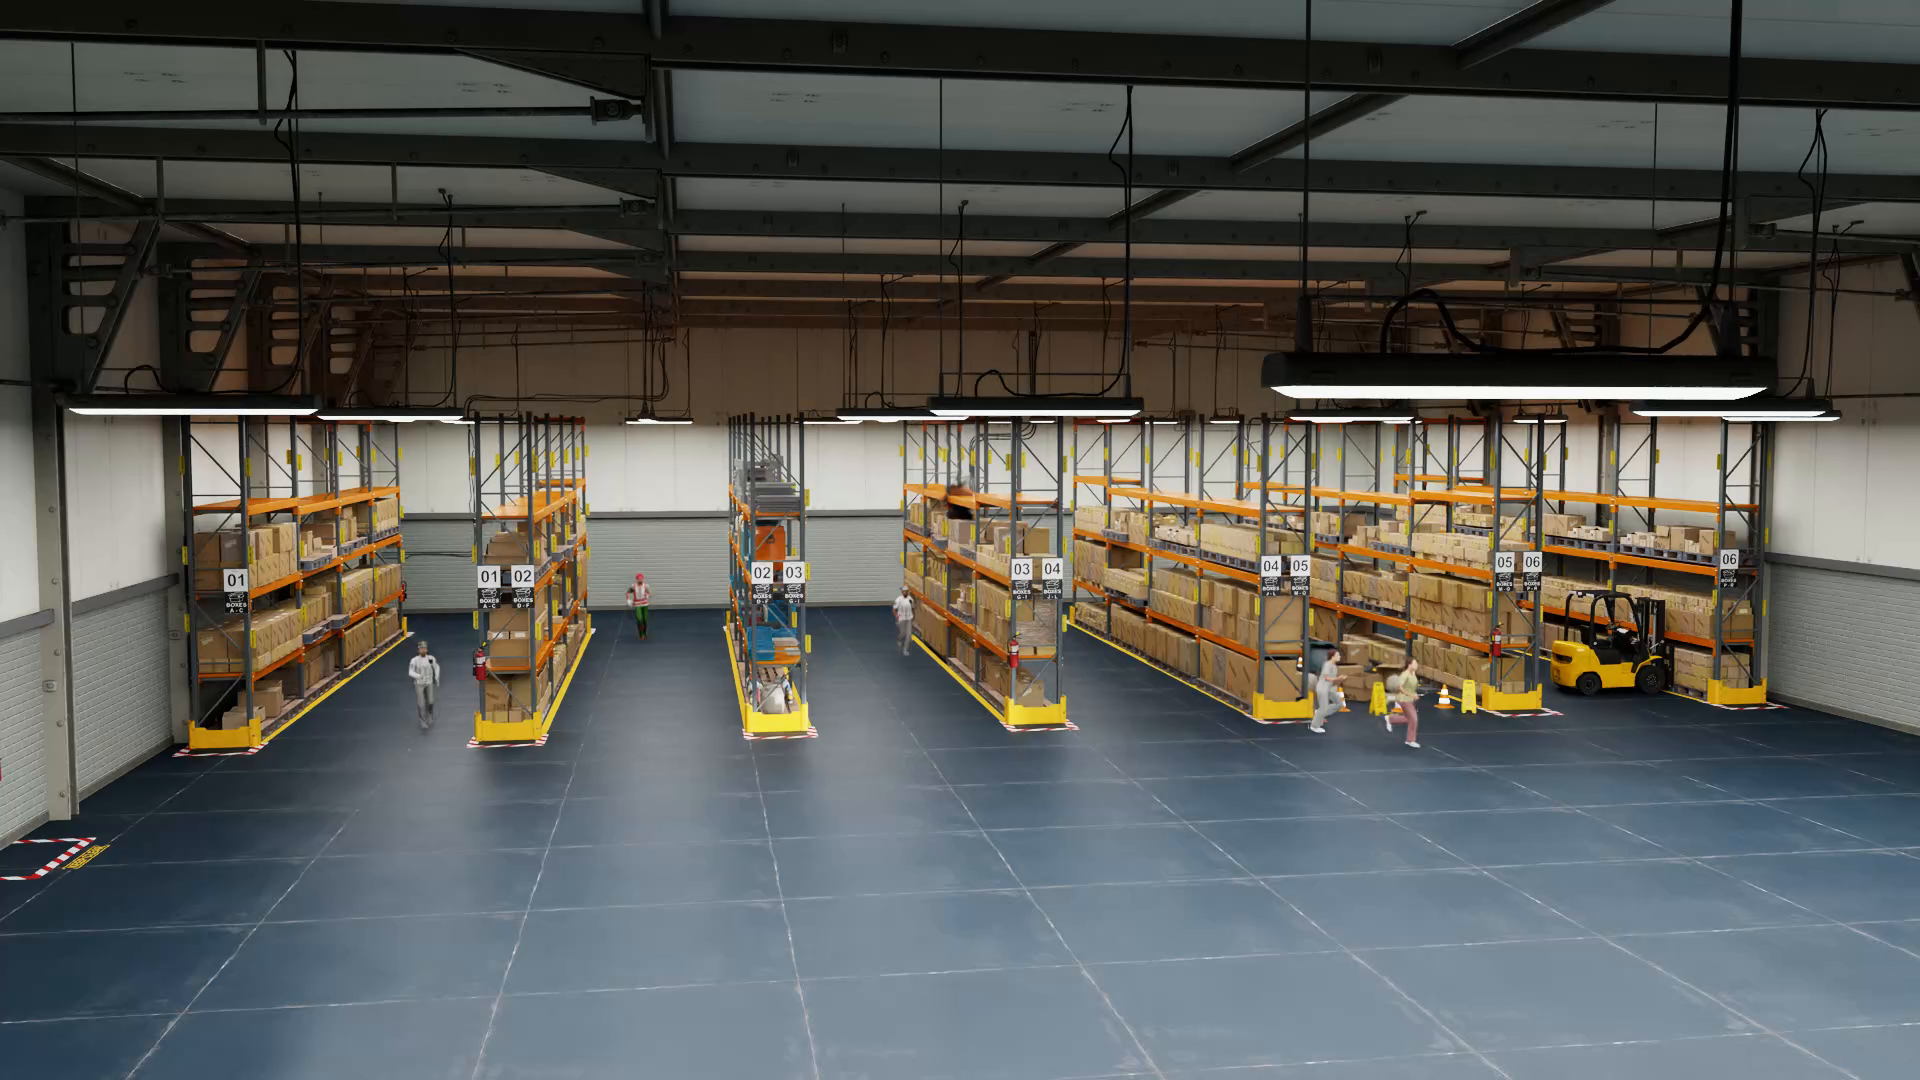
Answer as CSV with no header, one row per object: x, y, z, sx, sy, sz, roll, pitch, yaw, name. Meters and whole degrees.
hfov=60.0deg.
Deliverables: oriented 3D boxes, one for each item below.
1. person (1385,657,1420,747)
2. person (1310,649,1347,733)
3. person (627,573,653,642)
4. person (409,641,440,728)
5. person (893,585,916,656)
7.973,2.903,29.917,0.670,1.622,0.610,3,5,36,person
6.877,2.814,31.046,0.729,1.601,0.547,3,5,35,person
-8.574,1.807,44.623,0.663,1.838,0.777,-2,4,-21,person
-10.133,2.743,31.514,0.595,1.660,0.584,-2,4,-24,person
-1.318,1.906,39.836,0.582,1.676,0.577,-1,4,-16,person
